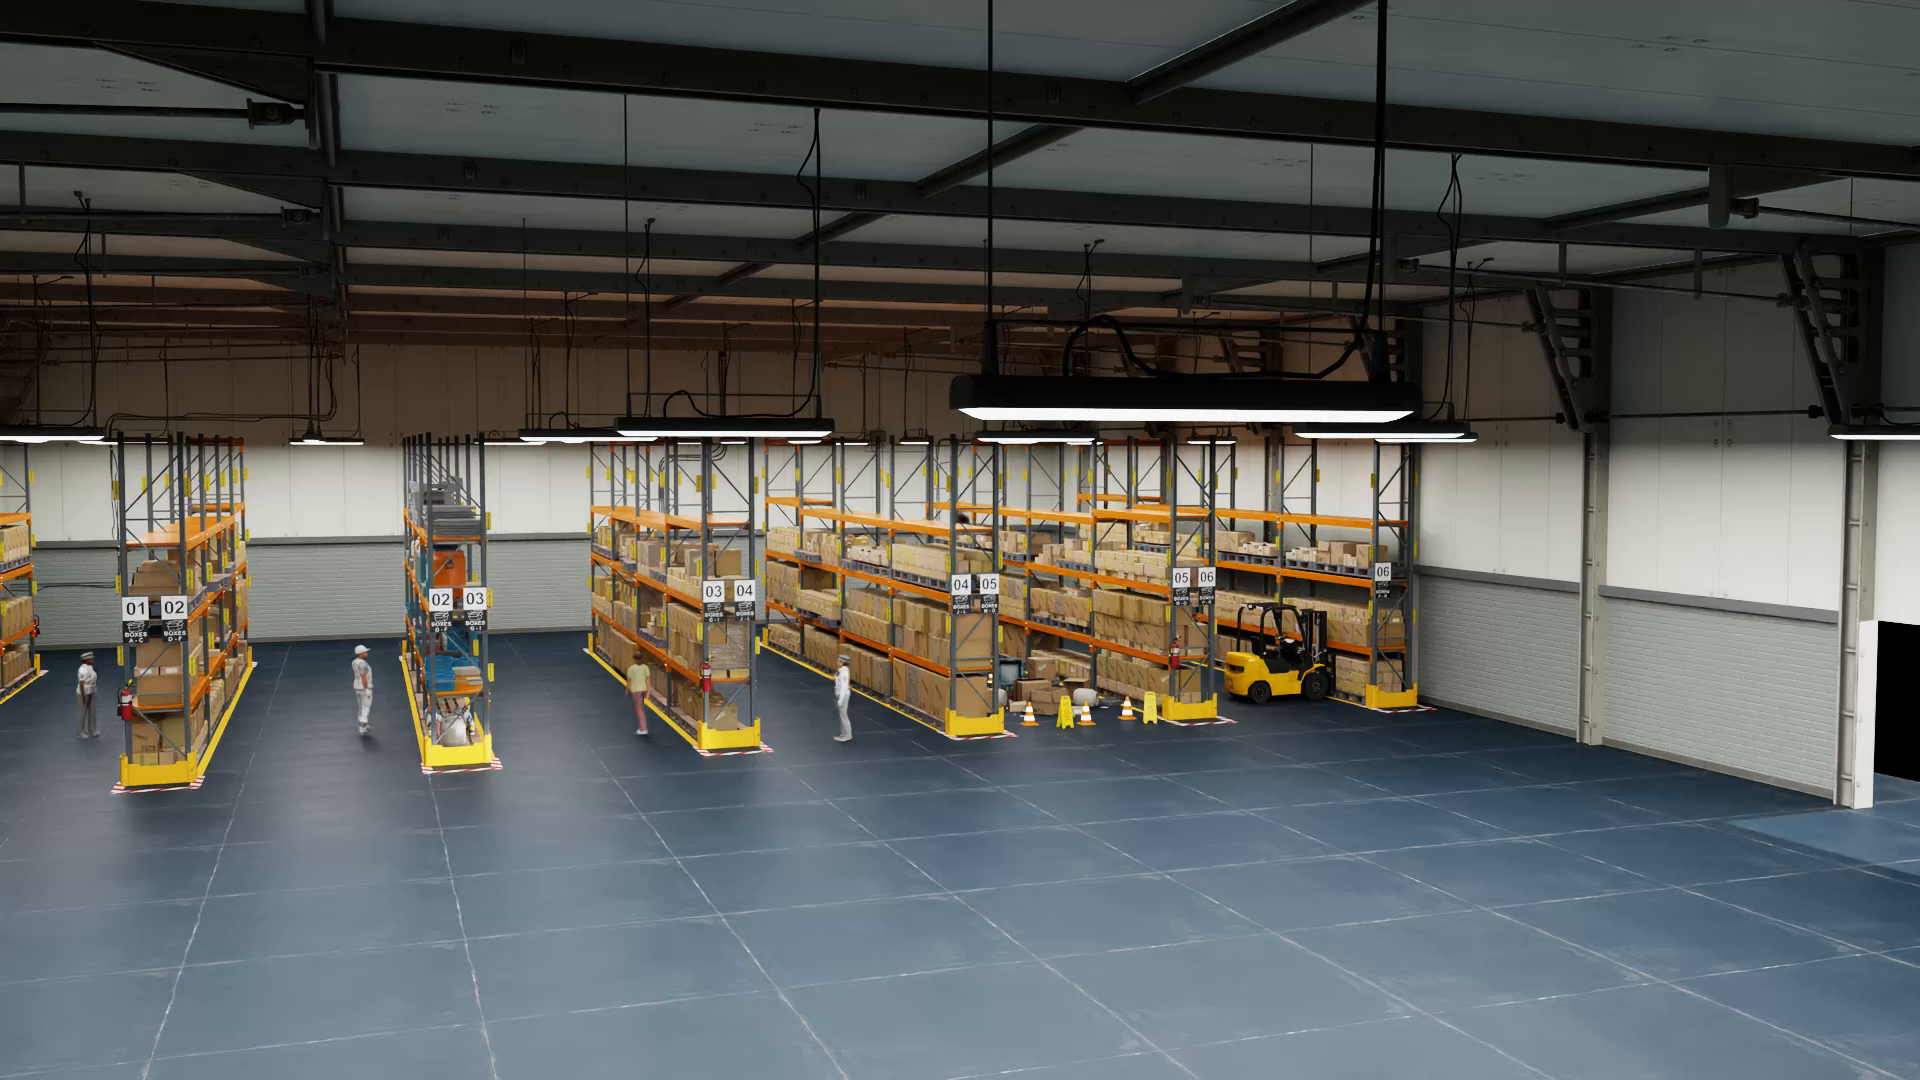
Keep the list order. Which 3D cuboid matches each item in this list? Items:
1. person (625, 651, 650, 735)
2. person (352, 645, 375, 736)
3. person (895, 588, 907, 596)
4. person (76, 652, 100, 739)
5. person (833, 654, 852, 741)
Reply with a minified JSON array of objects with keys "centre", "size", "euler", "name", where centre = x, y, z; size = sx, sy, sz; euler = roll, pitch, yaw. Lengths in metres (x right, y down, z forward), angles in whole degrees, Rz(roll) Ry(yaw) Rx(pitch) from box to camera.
[{"centre":[-6.419,3.068,33.125],"size":[0.531,1.723,0.474],"euler":[2,4,33],"name":"person"},{"centre":[-11.879,2.987,33.328],"size":[0.561,1.787,0.569],"euler":[2,4,36],"name":"person"},{"centre":[-1.699,2.092,45.827],"size":[0.516,1.825,0.649],"euler":[-2,4,-36],"name":"person"},{"centre":[-17.261,3.059,32.913],"size":[0.382,1.698,0.540],"euler":[0,3,2],"name":"person"},{"centre":[-2.303,3.077,32.521],"size":[0.366,1.703,0.528],"euler":[-1,3,-15],"name":"person"}]
